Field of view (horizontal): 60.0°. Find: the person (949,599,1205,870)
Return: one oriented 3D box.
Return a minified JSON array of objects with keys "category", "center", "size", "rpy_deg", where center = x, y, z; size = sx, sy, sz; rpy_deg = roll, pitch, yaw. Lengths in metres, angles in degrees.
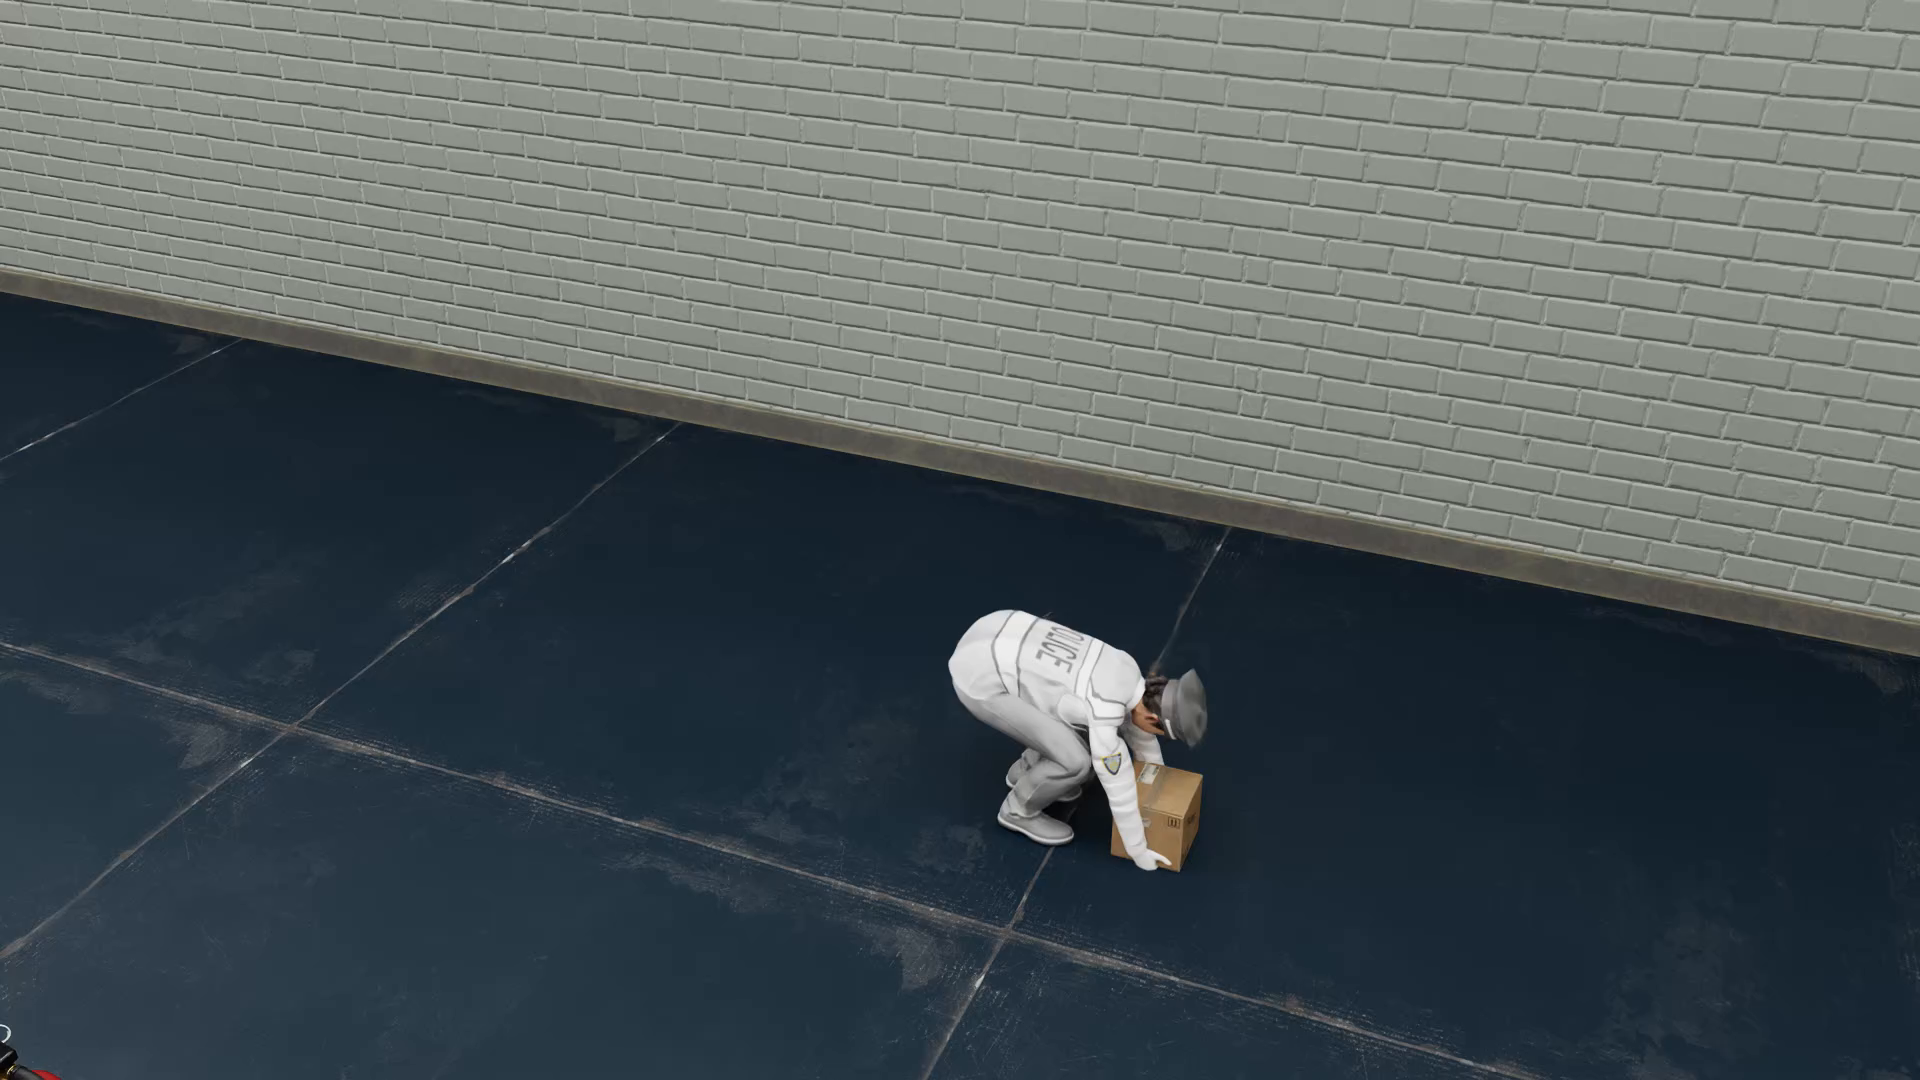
[{"category":"person","center":[0.410,0.656,5.829],"size":[0.889,0.842,0.461],"rpy_deg":[10,31,17]}]
